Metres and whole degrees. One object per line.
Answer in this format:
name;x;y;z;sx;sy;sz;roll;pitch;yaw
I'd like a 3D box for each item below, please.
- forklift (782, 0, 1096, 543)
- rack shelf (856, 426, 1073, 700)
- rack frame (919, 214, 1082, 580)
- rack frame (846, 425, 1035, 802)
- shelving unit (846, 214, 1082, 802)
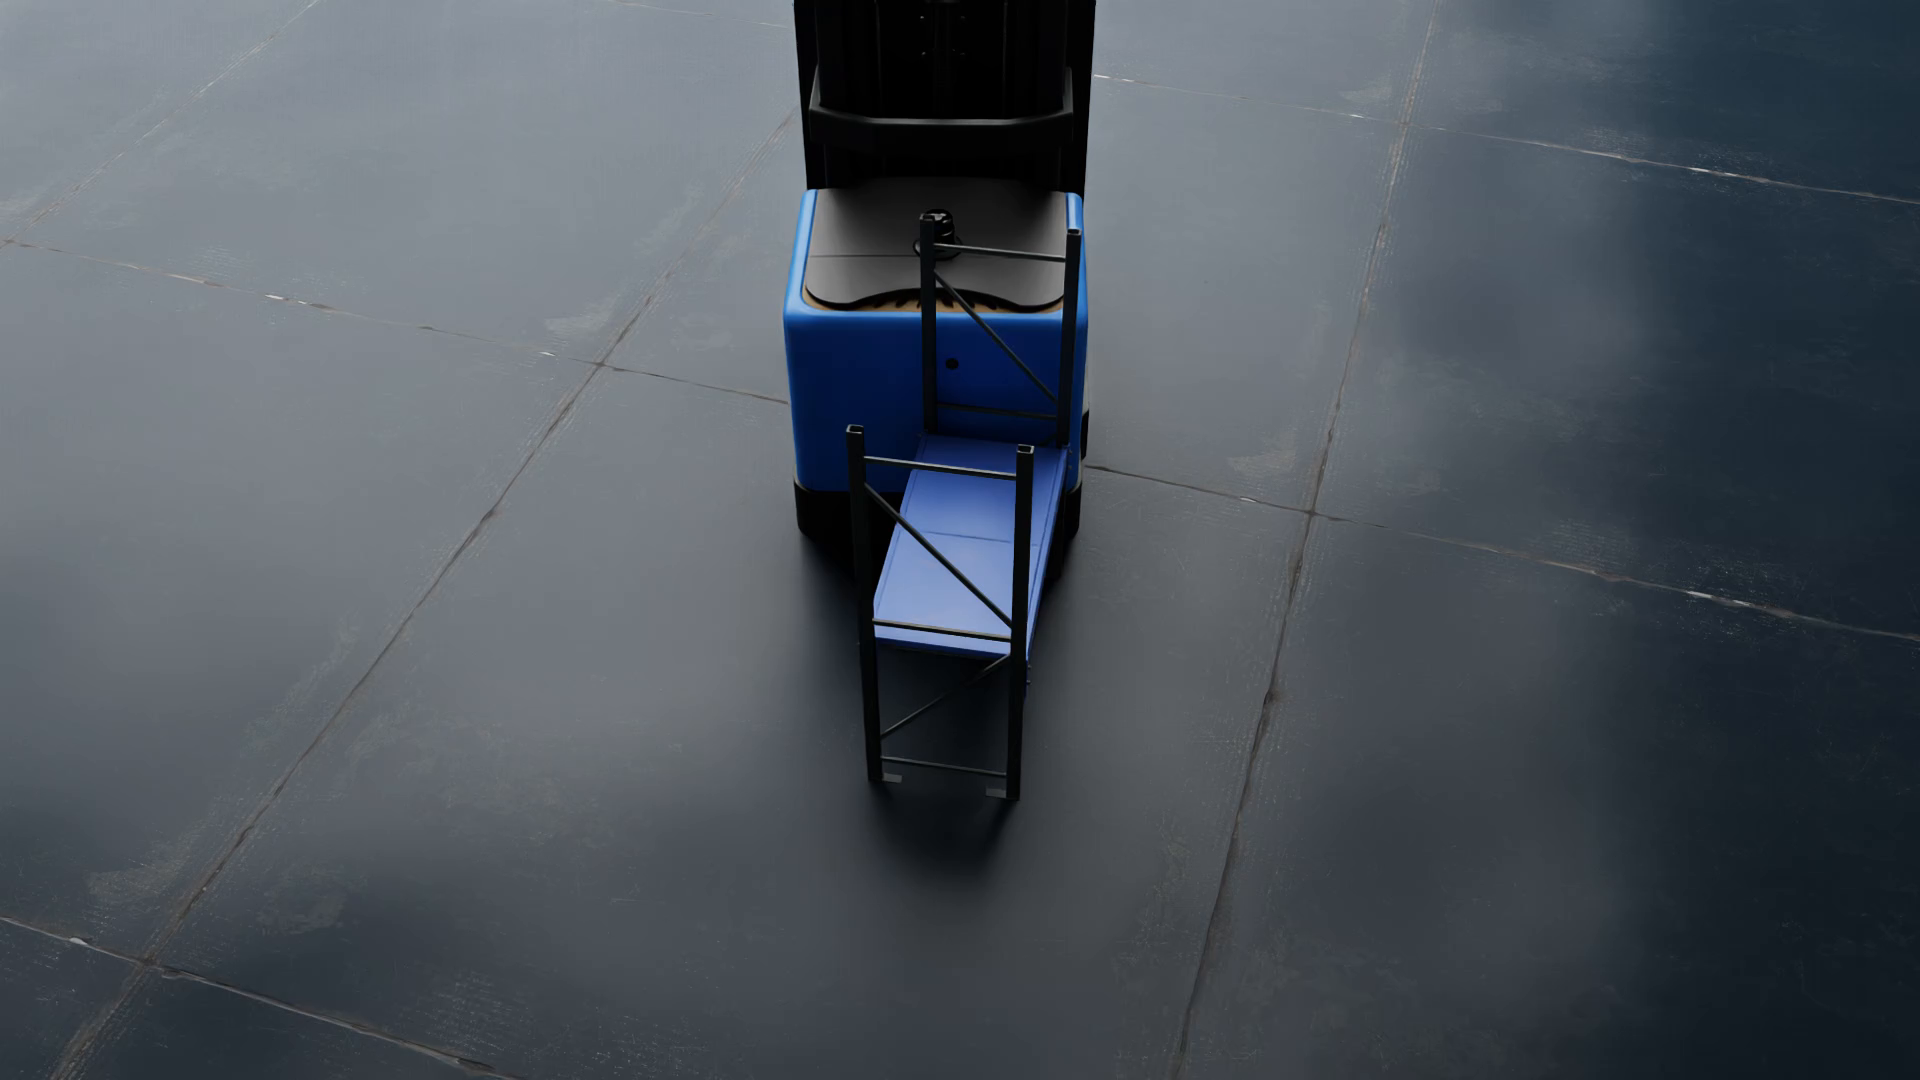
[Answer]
forklift;-0.049;-2.043;6.242;1.130;2.935;3.031;1;44;1
rack shelf;0.035;0.048;5.386;0.538;0.185;1.000;7;45;7
rack frame;0.124;-0.430;5.618;0.500;1.500;0.032;7;45;7
rack frame;-0.053;0.270;4.902;0.500;1.500;0.032;7;45;7
shelving unit;0.035;-0.080;5.260;0.538;1.500;1.048;7;45;7
